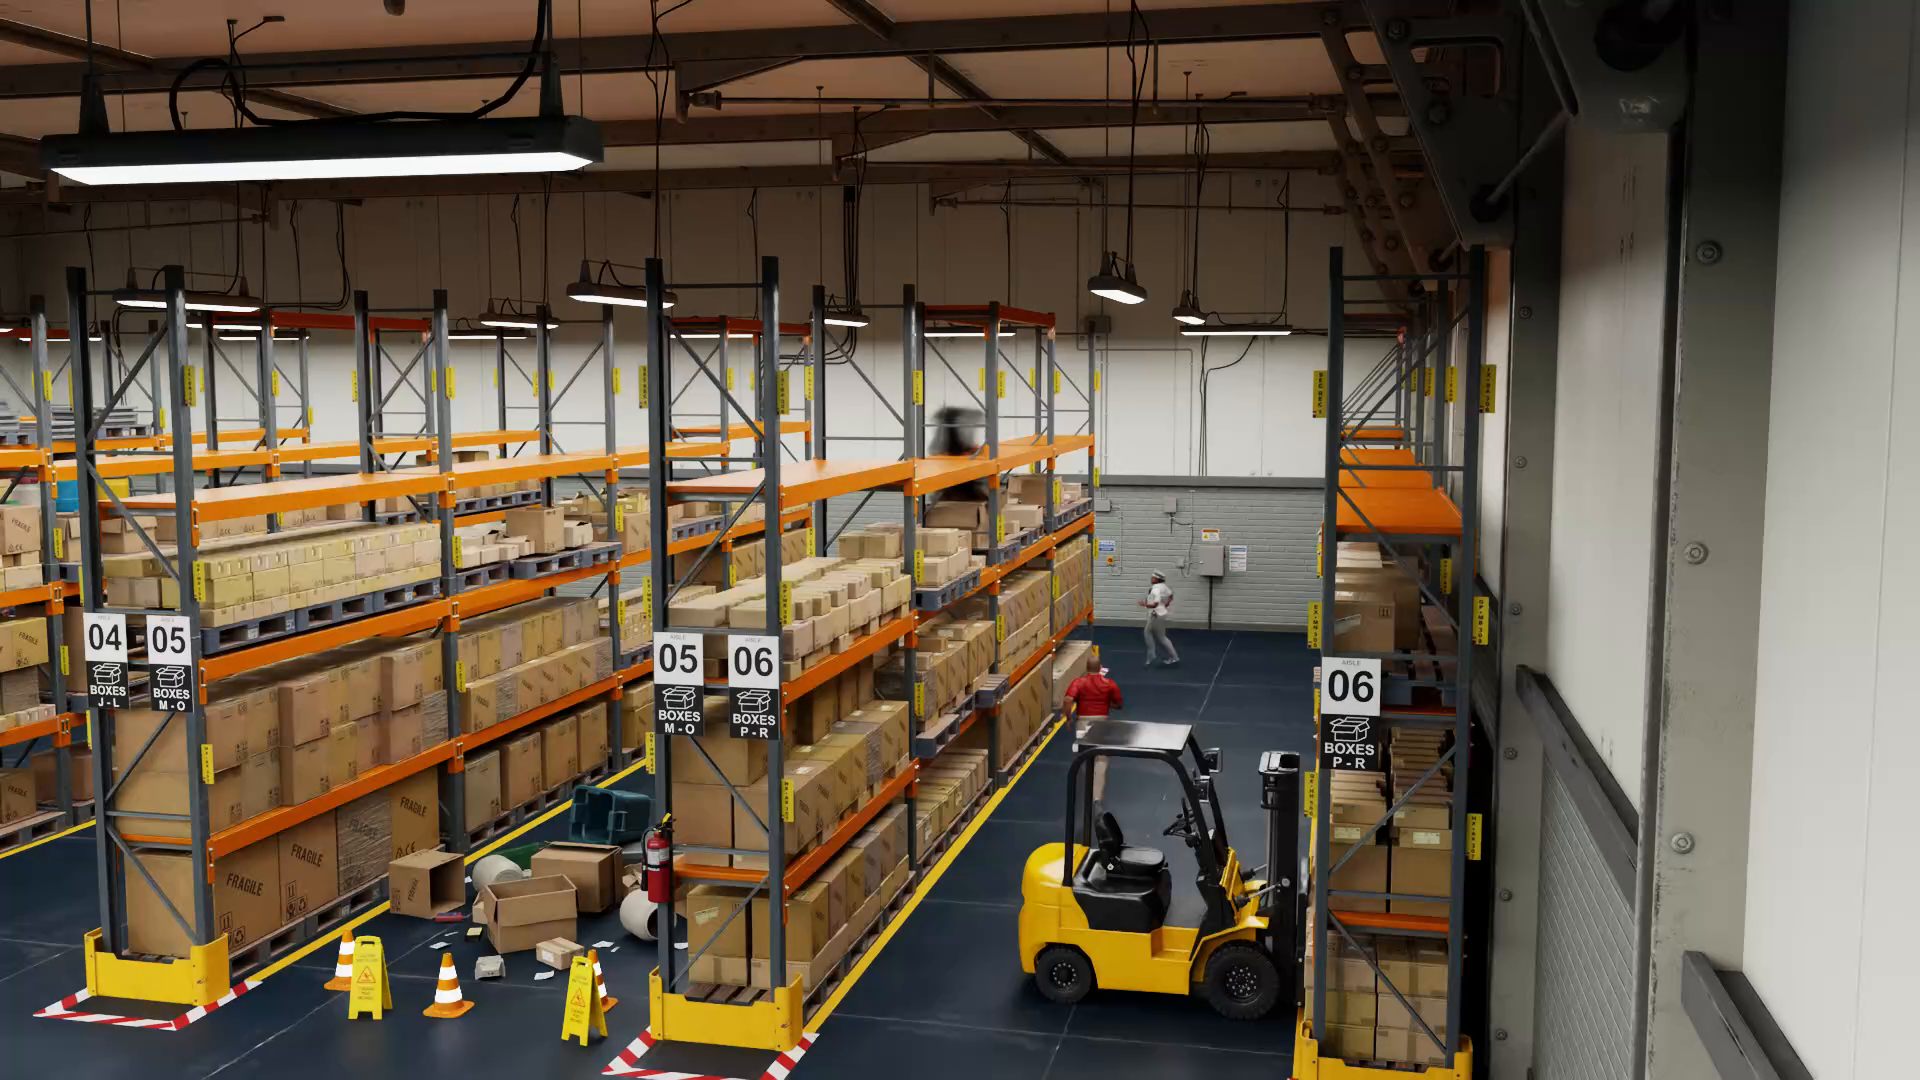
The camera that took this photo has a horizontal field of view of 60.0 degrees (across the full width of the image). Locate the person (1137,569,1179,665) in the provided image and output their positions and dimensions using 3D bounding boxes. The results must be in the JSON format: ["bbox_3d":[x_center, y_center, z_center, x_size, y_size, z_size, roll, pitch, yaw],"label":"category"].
[{"bbox_3d":[3.485,1.386,29.185,0.755,1.759,0.572,2,6,16],"label":"person"}]

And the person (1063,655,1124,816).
[{"bbox_3d":[1.502,2.176,18.669,0.660,1.772,0.881,1,6,8],"label":"person"}]
